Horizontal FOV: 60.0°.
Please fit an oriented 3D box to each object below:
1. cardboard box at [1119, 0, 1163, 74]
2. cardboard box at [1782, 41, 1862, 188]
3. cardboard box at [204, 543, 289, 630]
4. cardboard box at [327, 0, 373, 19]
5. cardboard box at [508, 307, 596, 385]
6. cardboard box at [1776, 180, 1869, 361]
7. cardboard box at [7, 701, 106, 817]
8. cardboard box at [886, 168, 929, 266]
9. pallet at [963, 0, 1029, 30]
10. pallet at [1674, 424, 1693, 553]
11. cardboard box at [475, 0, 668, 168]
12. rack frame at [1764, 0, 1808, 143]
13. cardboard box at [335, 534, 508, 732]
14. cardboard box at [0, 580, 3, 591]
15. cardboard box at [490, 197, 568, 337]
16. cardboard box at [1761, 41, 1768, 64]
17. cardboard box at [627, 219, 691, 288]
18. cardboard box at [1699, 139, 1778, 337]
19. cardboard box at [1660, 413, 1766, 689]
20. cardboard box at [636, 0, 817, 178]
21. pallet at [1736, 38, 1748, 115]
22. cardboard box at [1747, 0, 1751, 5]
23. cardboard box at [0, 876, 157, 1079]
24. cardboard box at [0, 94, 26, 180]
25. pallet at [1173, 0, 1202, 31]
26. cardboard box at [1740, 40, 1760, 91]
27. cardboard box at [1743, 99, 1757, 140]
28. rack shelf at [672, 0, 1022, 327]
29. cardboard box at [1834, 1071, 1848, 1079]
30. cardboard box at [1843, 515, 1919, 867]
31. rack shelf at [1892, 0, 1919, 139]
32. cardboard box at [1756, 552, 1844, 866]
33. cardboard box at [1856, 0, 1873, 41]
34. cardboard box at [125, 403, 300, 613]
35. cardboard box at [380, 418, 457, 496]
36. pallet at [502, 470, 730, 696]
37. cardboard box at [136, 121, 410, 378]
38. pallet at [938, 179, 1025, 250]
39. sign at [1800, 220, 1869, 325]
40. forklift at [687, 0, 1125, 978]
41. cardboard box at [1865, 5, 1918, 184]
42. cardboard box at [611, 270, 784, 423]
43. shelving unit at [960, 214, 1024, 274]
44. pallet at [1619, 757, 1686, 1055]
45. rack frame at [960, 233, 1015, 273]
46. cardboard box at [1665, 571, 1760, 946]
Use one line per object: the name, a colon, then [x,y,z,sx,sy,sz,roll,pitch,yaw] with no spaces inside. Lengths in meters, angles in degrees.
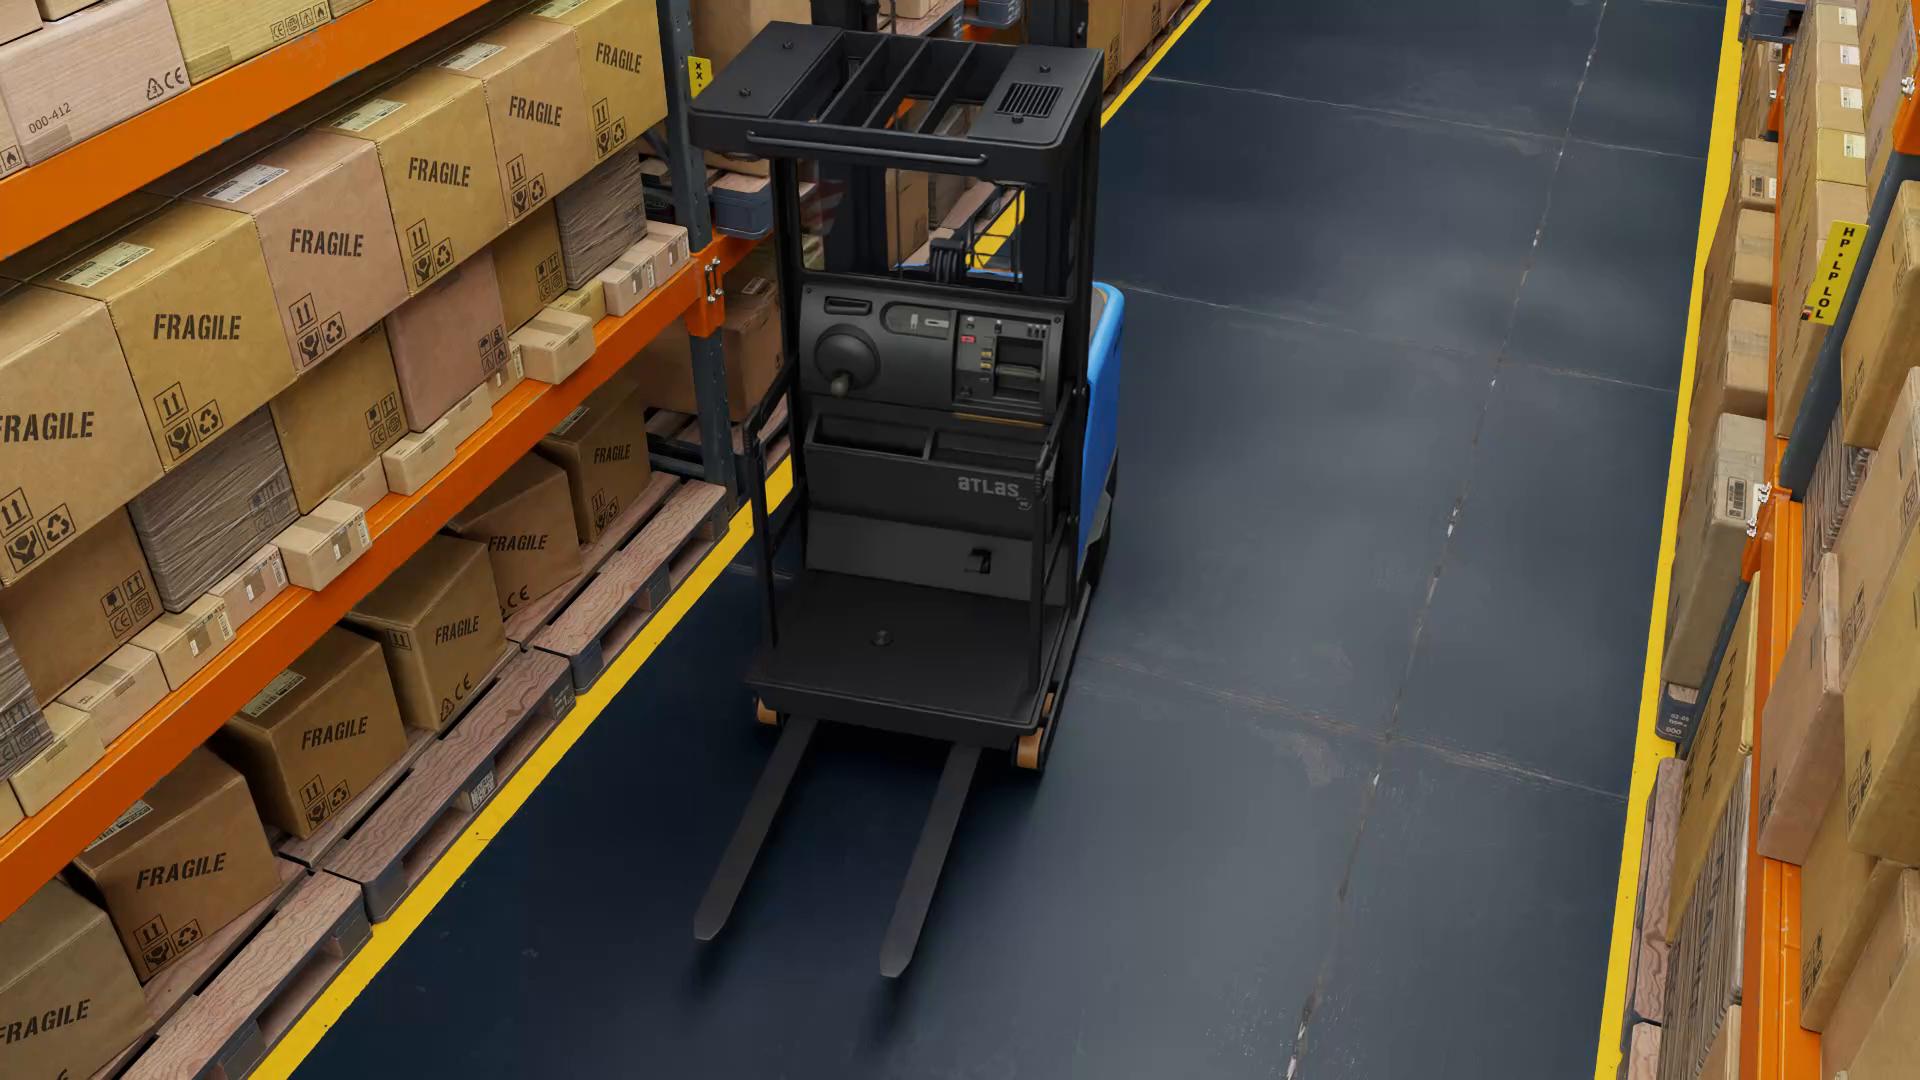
cardboard box: [0.680,-3.819,11.278,1.225,0.875,0.875,14,39,18]
cardboard box: [3.797,-1.739,6.987,0.500,0.500,0.500,14,39,18]
cardboard box: [-2.193,0.100,4.821,0.380,0.149,0.250,14,39,18]
cardboard box: [-1.799,-1.678,4.609,0.500,0.250,0.500,14,39,17]
cardboard box: [-1.527,-0.707,5.900,0.380,0.149,0.250,14,39,18]
cardboard box: [3.222,-0.902,5.868,0.500,0.500,0.500,13,39,17]
cardboard box: [-2.441,0.525,4.253,0.380,0.149,0.250,14,39,18]
cardboard box: [-0.593,-1.807,8.882,0.700,0.500,0.500,17,40,21]
pallet: [-0.121,-3.137,9.102,1.213,0.211,1.003,14,39,18]
pallet: [3.765,-0.238,7.392,1.003,0.211,1.213,14,39,18]
cardboard box: [-1.387,-1.666,5.806,0.500,0.500,0.500,14,39,18]
rack frame: [4.601,-2.447,8.018,1.000,3.000,0.127,14,39,18]
cardboard box: [-2.034,0.308,6.070,0.500,0.500,0.500,11,38,14]
cardboard box: [-2.531,-0.006,3.585,0.500,0.500,0.500,14,39,18]
cardboard box: [-1.921,-1.074,5.849,0.875,0.500,0.500,14,39,18]
cardboard box: [5.008,-2.913,9.752,0.500,0.250,0.500,15,39,19]
cardboard box: [-1.280,-1.132,6.468,0.380,0.149,0.250,14,39,18]
cardboard box: [4.286,-1.397,8.143,1.050,0.750,0.750,13,39,17]
cardboard box: [3.232,0.136,6.090,1.050,0.750,0.750,14,39,18]
cardboard box: [-1.038,-2.235,6.882,1.000,1.000,1.000,14,39,18]
pallet: [5.828,-3.113,11.239,1.003,0.211,1.213,14,39,18]
cardboard box: [5.957,-3.983,12.103,0.380,0.149,0.250,14,39,18]
cardboard box: [-2.739,1.288,4.759,0.500,0.500,0.500,21,42,26]
cardboard box: [-2.379,-0.840,3.488,0.500,0.250,0.500,13,39,17]
pallet: [1.350,-4.286,12.808,1.003,0.211,1.213,14,39,18]
cardboard box: [5.396,-3.187,10.745,0.500,0.500,0.500,16,40,20]
cardboard box: [4.810,-2.325,9.592,0.500,0.500,0.500,15,39,20]
rack shelf: [-0.709,-2.237,8.339,1.077,0.370,4.000,14,39,18]
cardboard box: [1.845,1.397,2.750,0.875,0.550,0.550,14,39,18]
cardboard box: [2.278,0.365,3.229,0.875,0.550,0.500,14,39,18]
rack shelf: [3.840,-2.253,5.854,1.077,0.370,4.000,14,39,18]
cardboard box: [2.447,0.496,3.955,0.875,0.550,0.550,14,39,18]
cardboard box: [4.229,-2.361,6.985,0.700,0.500,0.500,13,39,17]
cardboard box: [-2.448,-0.232,4.723,0.875,0.500,0.500,14,39,18]
cardboard box: [-1.864,-0.304,5.362,0.380,0.149,0.250,14,39,18]
pallet: [-1.693,0.079,6.969,1.003,0.211,1.213,14,39,18]
cardboard box: [-1.960,-0.836,4.696,0.500,0.500,0.500,14,39,18]
pallet: [-0.247,-2.084,9.861,1.003,0.211,1.213,14,39,18]
sign: [2.573,-0.783,4.891,0.100,0.325,0.005,14,39,18]
forklift: [-0.153,-0.584,5.583,1.130,2.935,3.031,8,38,11]
cardboard box: [3.648,-1.514,5.852,0.700,0.500,0.500,14,39,18]
cardboard box: [-1.216,-0.928,7.707,0.700,0.500,0.500,11,38,14]
shelving unit: [0.140,-0.841,7.373,0.258,1.200,0.189,8,38,11]
pallet: [2.717,1.288,5.351,1.003,0.211,1.213,14,39,18]
rack frame: [0.119,-0.788,7.302,0.240,1.200,0.006,8,38,11]
cardboard box: [2.775,0.783,5.121,0.875,0.875,0.875,14,39,18]
